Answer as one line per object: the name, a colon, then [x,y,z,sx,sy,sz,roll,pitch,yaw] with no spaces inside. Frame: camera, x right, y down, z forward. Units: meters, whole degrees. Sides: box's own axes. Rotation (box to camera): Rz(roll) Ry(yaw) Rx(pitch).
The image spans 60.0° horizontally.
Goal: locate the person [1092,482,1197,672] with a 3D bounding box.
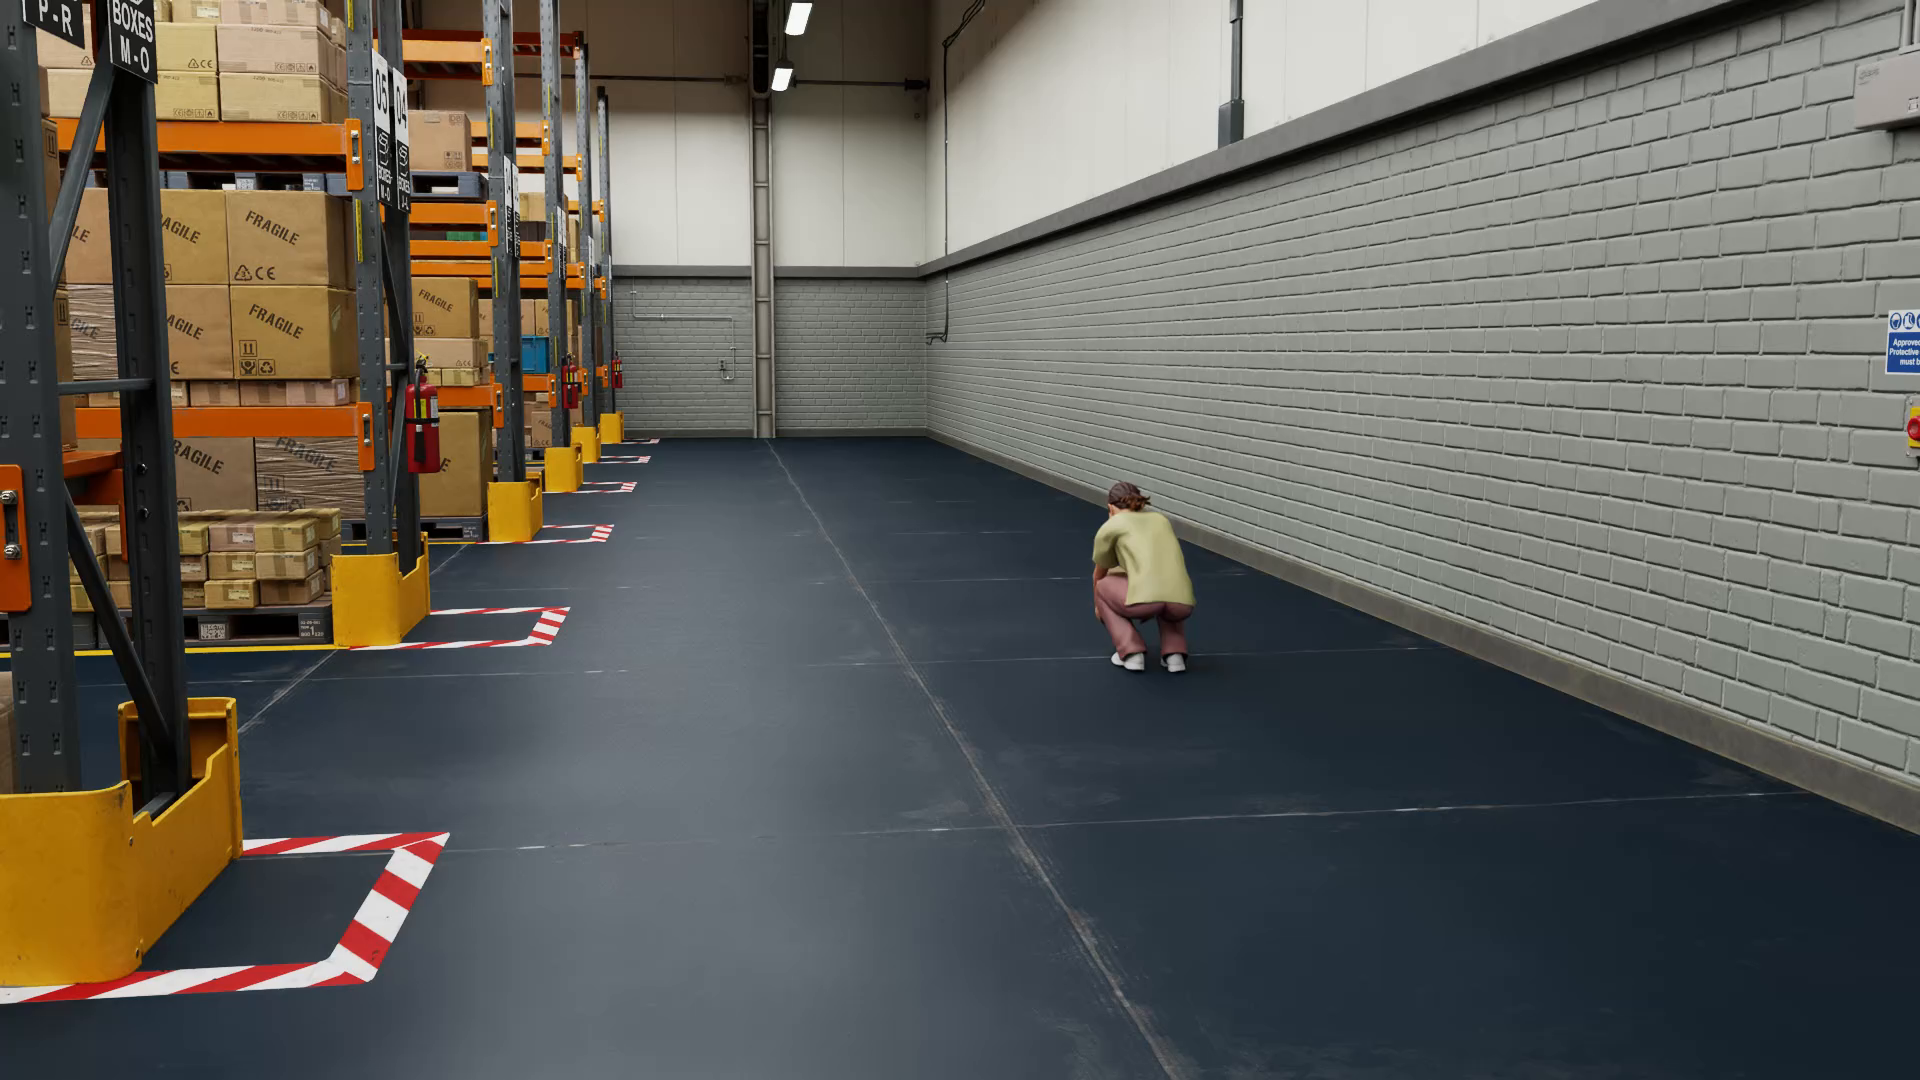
person: [0.934,0.180,8.536,0.478,0.931,0.803,-1,7,-9]
